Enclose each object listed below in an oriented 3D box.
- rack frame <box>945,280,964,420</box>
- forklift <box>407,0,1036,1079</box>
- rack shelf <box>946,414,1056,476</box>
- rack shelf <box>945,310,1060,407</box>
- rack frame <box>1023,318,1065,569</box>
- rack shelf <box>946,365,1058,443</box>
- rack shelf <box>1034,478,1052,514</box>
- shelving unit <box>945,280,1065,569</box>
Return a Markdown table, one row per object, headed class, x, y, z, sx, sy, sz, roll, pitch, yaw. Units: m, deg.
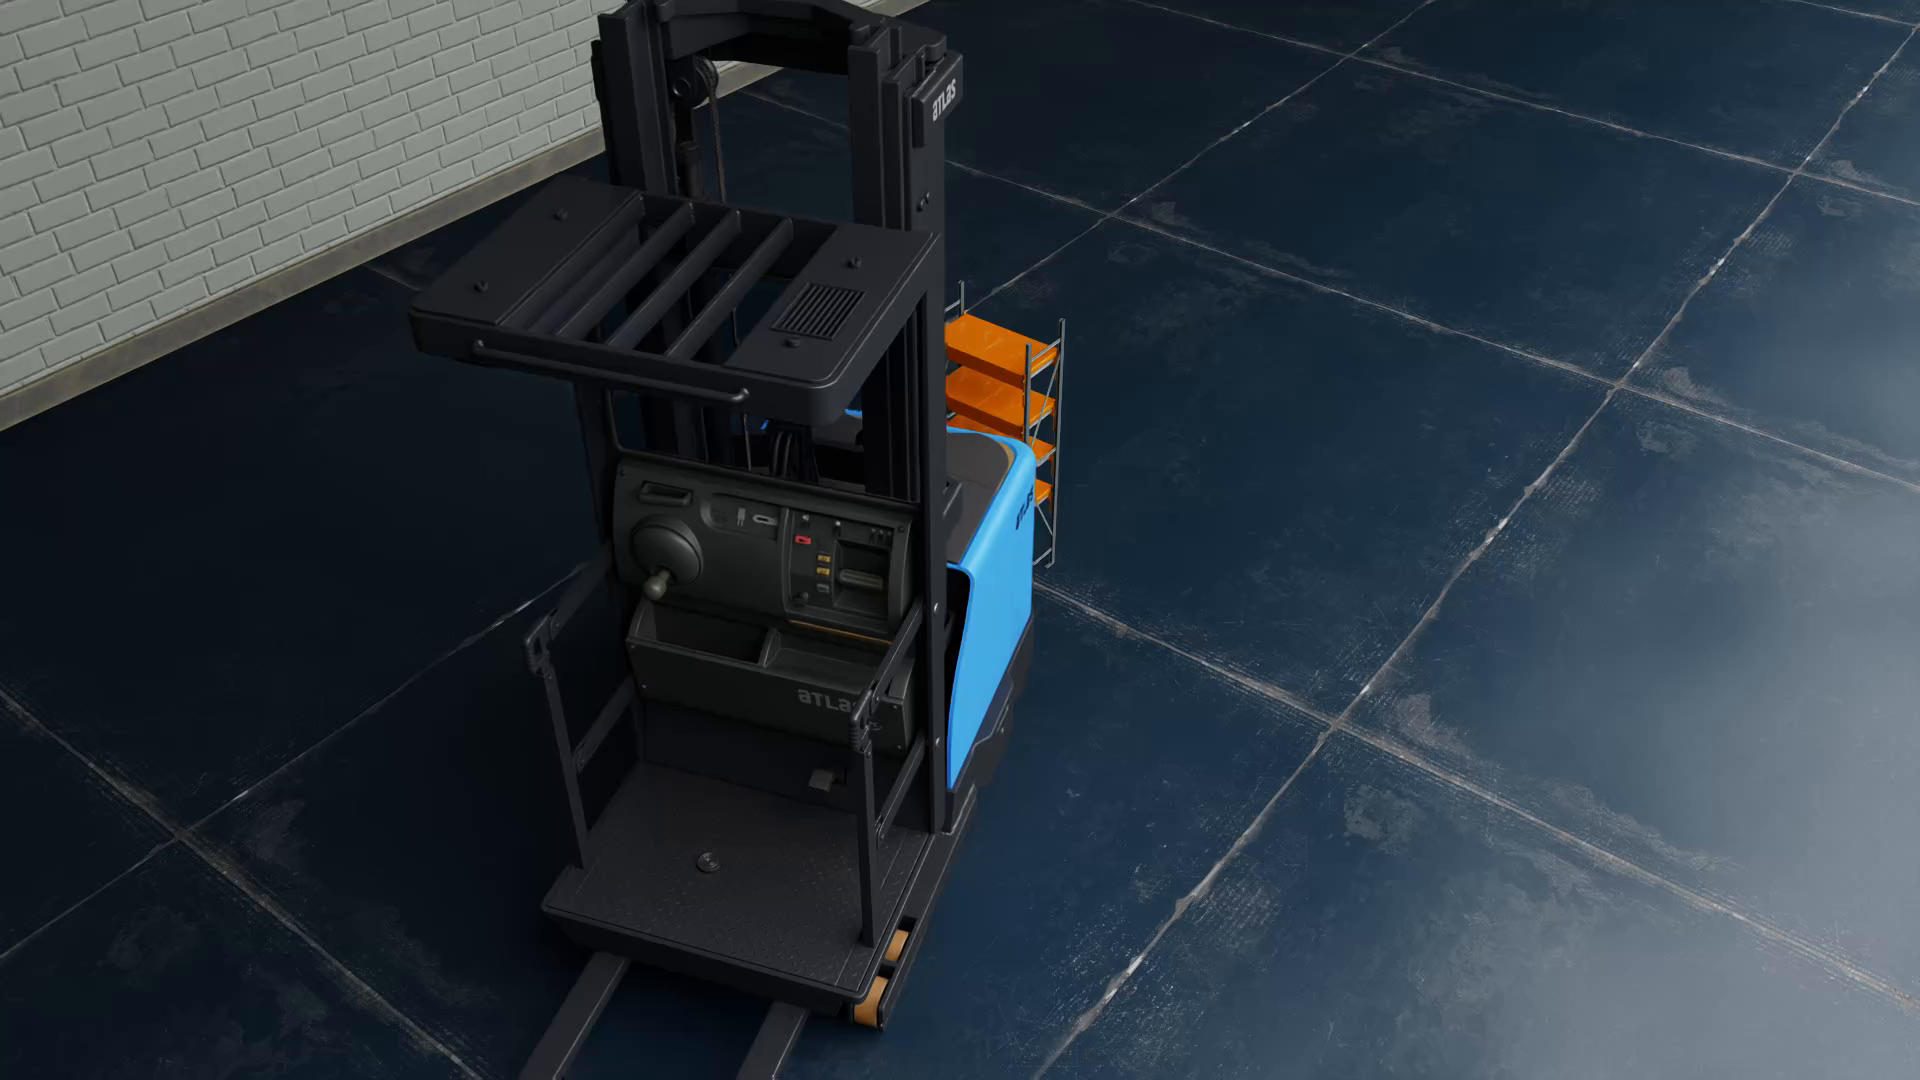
| class | x | y | z | sx | sy | sz | roll | pitch | yaw |
| --- | --- | --- | --- | --- | --- | --- | --- | --- | --- |
| rack frame | -0.062 | -0.502 | 6.918 | 0.015 | 1.200 | 0.240 | 25 | 45 | 29 |
| forklift | -0.657 | 0.106 | 4.737 | 1.130 | 2.935 | 3.031 | 11 | 39 | 14 |
| rack shelf | 0.131 | -0.357 | 6.842 | 0.480 | 0.148 | 0.258 | 25 | 45 | 29 |
| rack shelf | 0.131 | -0.720 | 6.559 | 0.480 | 0.148 | 0.258 | 25 | 45 | 29 |
| rack frame | 0.325 | -0.319 | 6.684 | 0.015 | 1.200 | 0.240 | 25 | 45 | 29 |
| rack shelf | 0.131 | -0.534 | 6.705 | 0.480 | 0.148 | 0.258 | 25 | 45 | 29 |
| rack shelf | 0.131 | -0.201 | 6.965 | 0.480 | 0.148 | 0.258 | 25 | 45 | 29 |
| shelving unit | 0.131 | -0.410 | 6.801 | 0.503 | 1.200 | 0.258 | 25 | 45 | 29 |
